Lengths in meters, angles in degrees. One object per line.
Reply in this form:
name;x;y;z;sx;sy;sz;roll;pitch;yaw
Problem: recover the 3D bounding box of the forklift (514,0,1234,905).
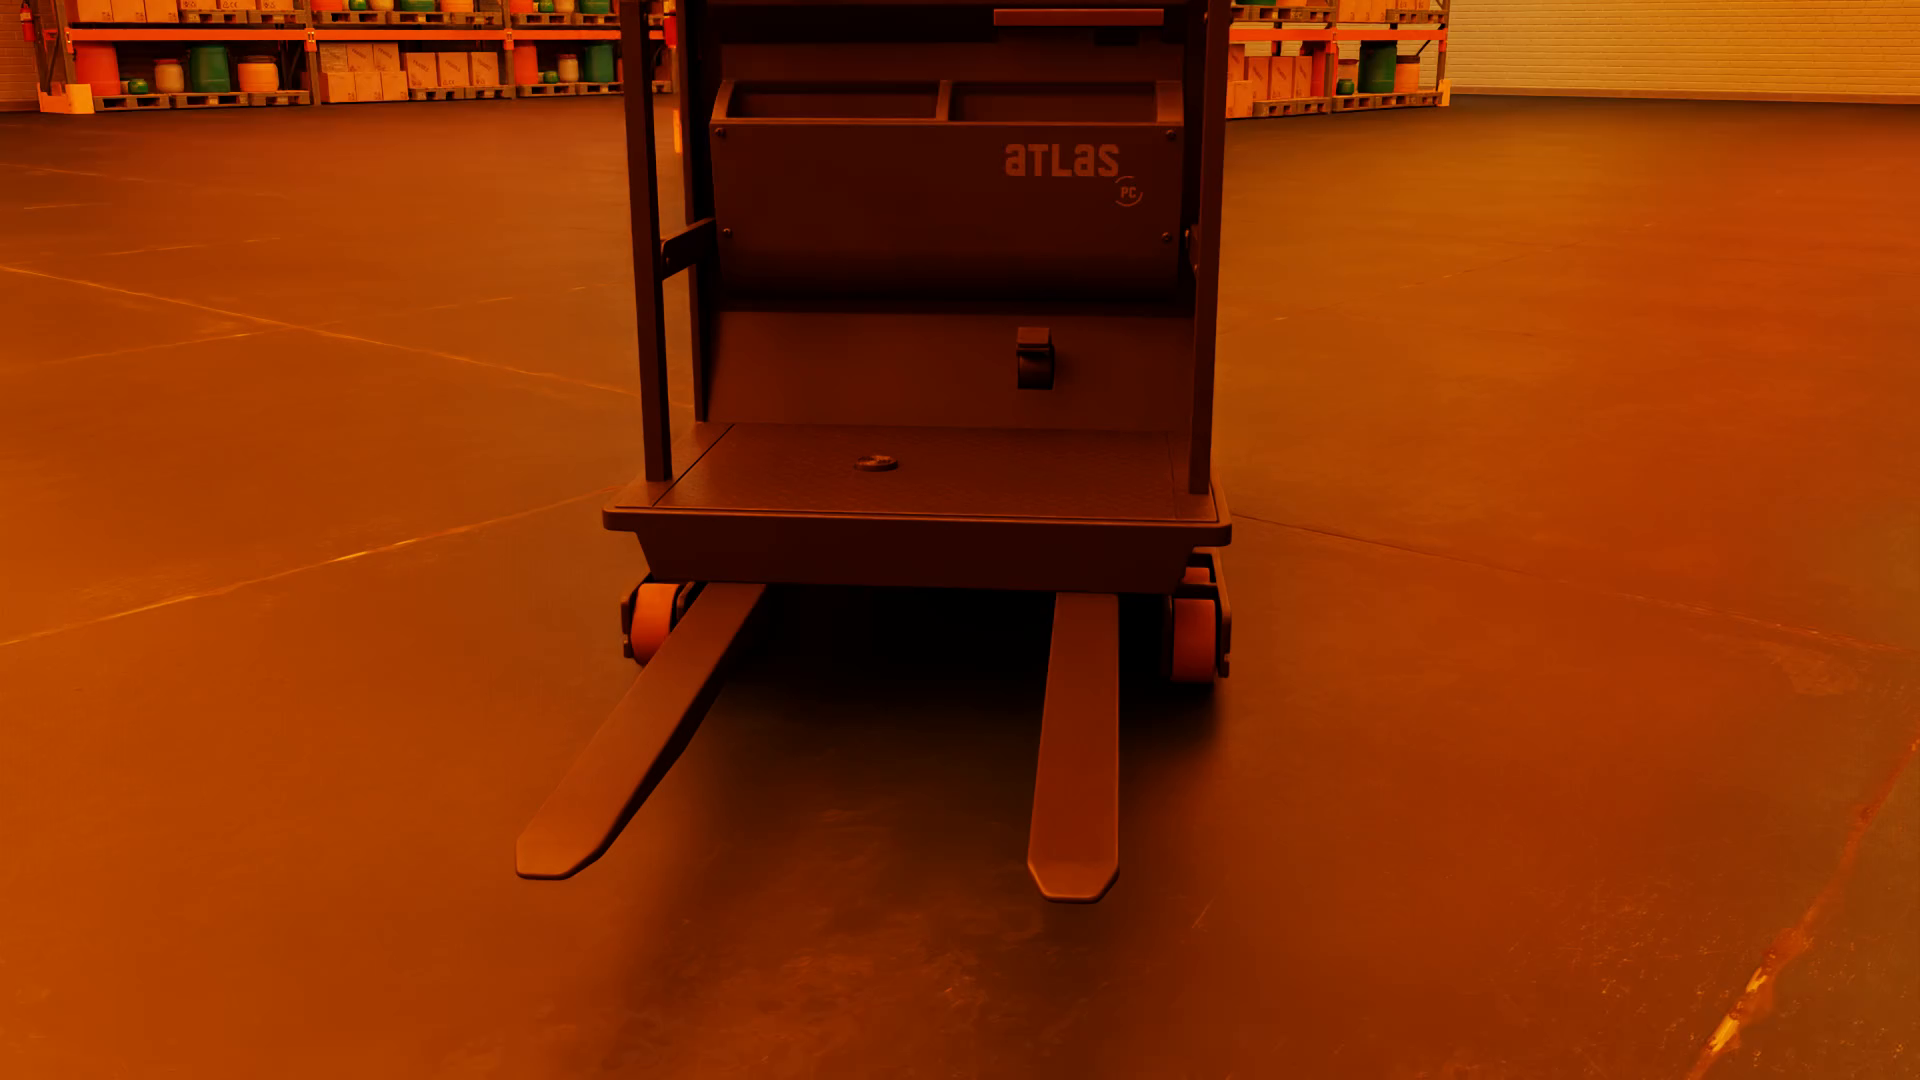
forklift;-0.041;-1.235;2.964;1.130;2.935;3.031;2;17;5
